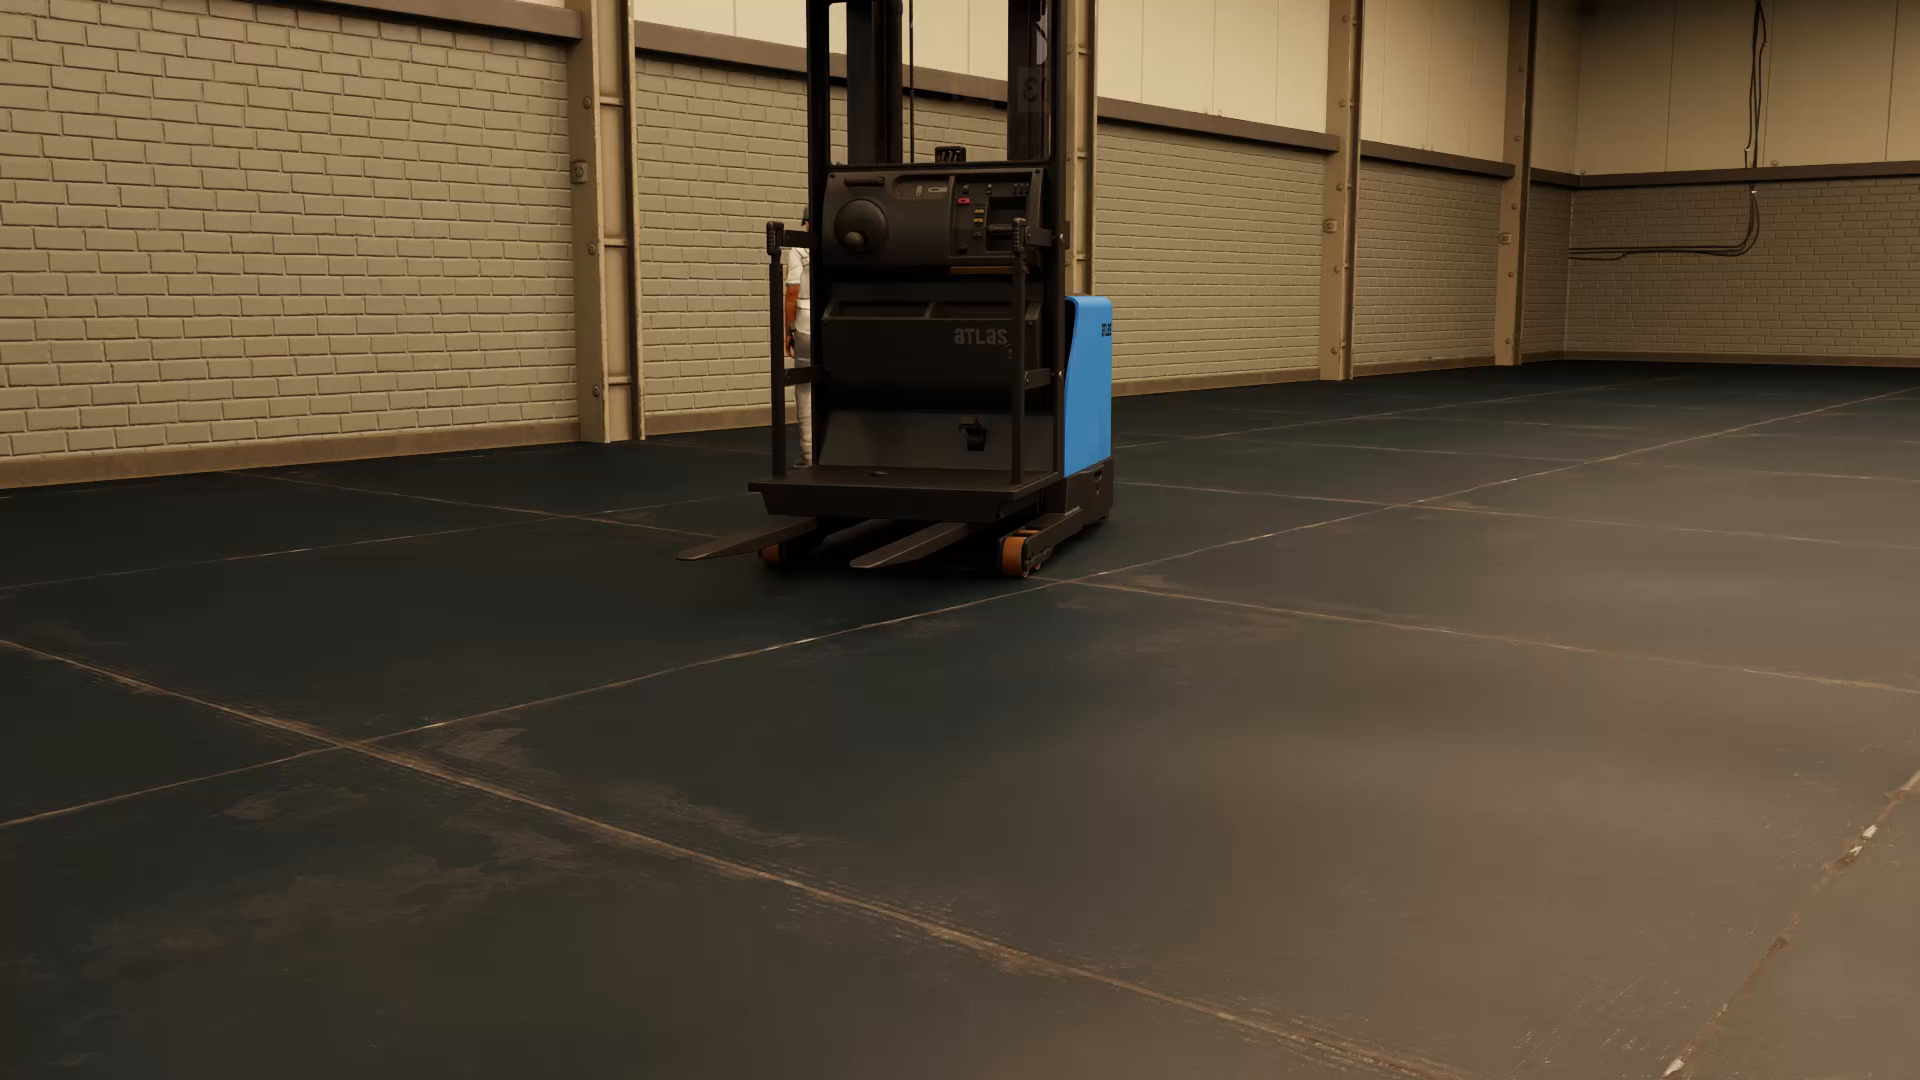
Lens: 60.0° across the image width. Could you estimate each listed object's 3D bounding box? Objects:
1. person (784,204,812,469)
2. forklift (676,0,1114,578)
[{"bbox_3d":[-0.825,-1.269,10.337,0.562,1.665,0.471,-3,9,-17],"label":"person"},{"bbox_3d":[-0.176,-1.366,6.616,1.130,2.935,3.031,3,9,17],"label":"forklift"}]
